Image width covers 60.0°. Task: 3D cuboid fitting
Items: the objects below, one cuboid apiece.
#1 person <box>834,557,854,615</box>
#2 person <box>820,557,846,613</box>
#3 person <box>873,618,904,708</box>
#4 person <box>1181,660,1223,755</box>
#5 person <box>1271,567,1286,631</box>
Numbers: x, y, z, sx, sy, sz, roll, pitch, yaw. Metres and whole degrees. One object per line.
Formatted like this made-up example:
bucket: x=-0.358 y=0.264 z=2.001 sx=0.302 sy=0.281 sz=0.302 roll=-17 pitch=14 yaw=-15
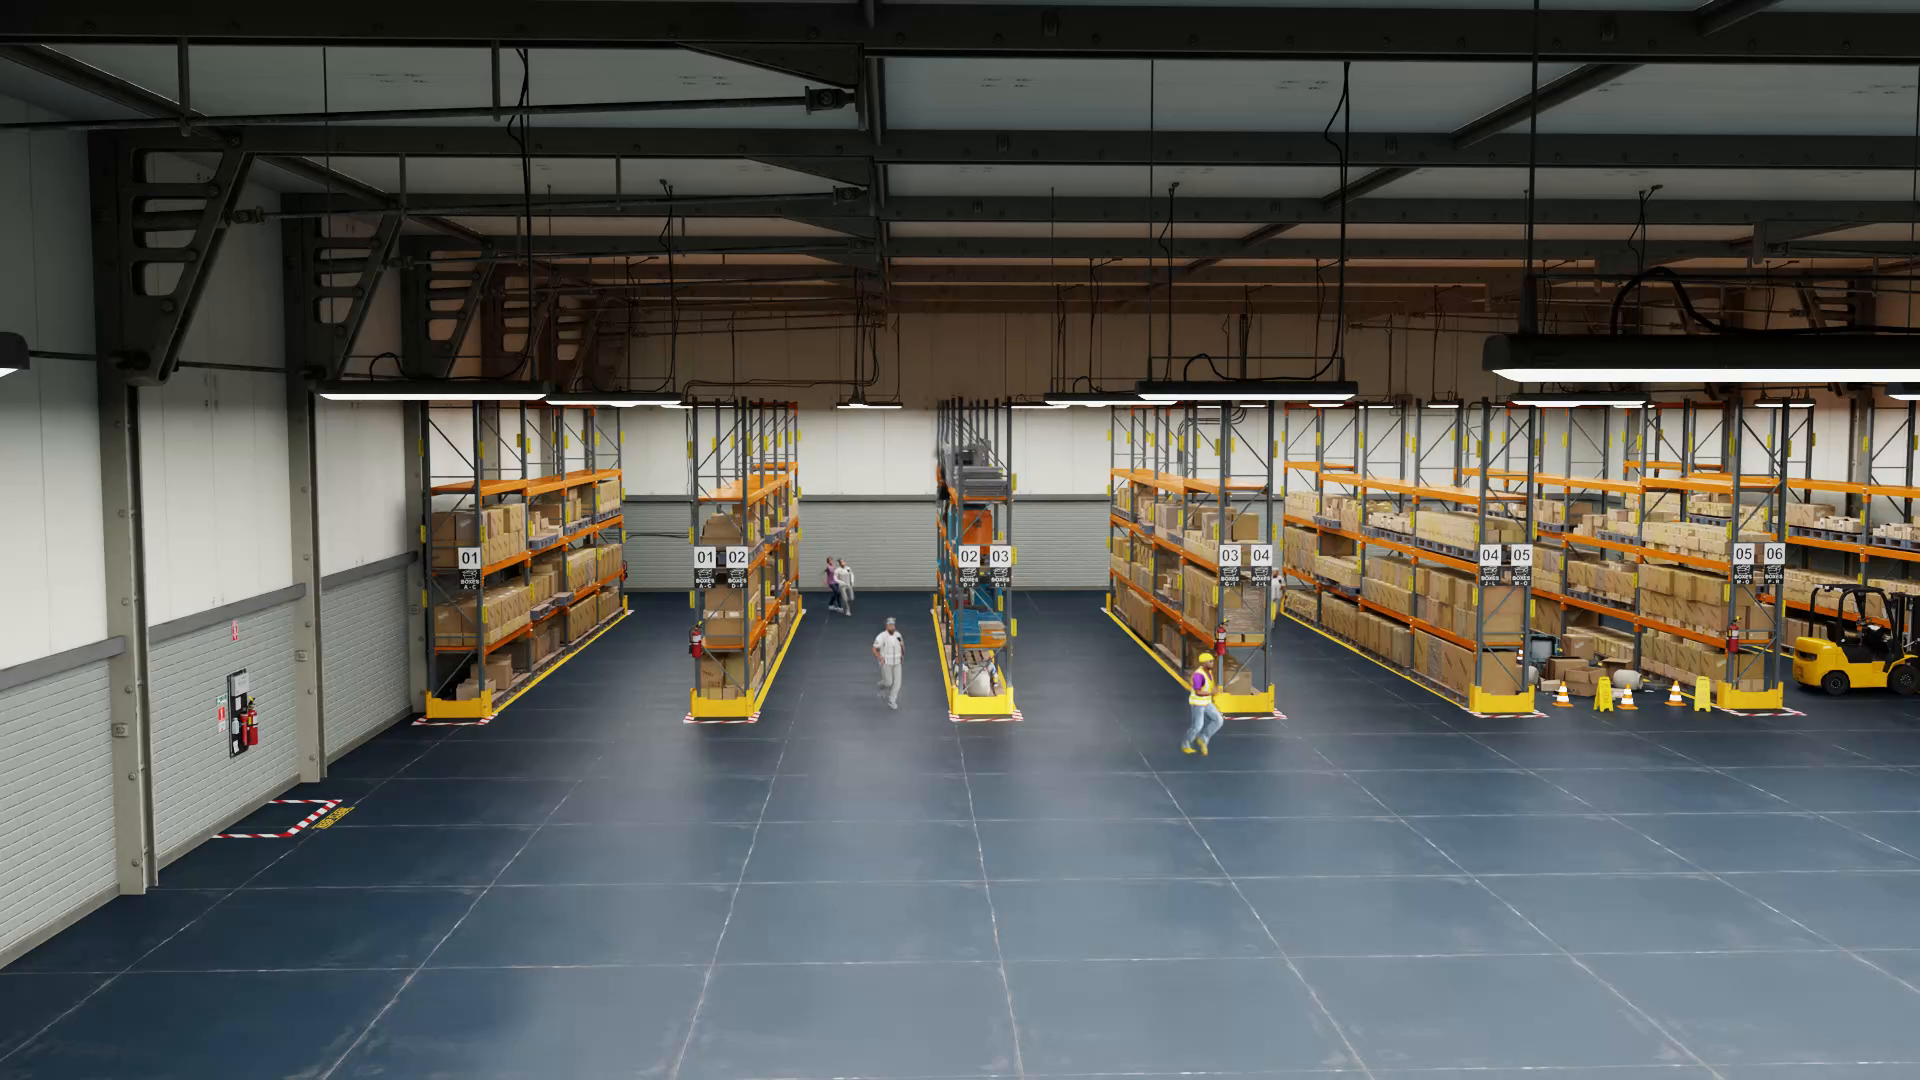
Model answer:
person: x=-3.256 y=1.297 z=46.852 sx=0.623 sy=1.634 sz=0.498 roll=-2 pitch=5 yaw=-22
person: x=-3.599 y=1.308 z=47.556 sx=0.752 sy=1.500 sz=0.573 roll=4 pitch=6 yaw=39
person: x=-1.369 y=2.374 z=32.345 sx=0.672 sy=1.760 sz=0.644 roll=-2 pitch=5 yaw=-25
person: x=4.022 y=2.732 z=27.524 sx=0.786 sy=1.684 sz=0.737 roll=3 pitch=5 yaw=33
person: x=8.255 y=1.541 z=43.637 sx=0.587 sy=1.684 sz=0.735 roll=0 pitch=4 yaw=-4
